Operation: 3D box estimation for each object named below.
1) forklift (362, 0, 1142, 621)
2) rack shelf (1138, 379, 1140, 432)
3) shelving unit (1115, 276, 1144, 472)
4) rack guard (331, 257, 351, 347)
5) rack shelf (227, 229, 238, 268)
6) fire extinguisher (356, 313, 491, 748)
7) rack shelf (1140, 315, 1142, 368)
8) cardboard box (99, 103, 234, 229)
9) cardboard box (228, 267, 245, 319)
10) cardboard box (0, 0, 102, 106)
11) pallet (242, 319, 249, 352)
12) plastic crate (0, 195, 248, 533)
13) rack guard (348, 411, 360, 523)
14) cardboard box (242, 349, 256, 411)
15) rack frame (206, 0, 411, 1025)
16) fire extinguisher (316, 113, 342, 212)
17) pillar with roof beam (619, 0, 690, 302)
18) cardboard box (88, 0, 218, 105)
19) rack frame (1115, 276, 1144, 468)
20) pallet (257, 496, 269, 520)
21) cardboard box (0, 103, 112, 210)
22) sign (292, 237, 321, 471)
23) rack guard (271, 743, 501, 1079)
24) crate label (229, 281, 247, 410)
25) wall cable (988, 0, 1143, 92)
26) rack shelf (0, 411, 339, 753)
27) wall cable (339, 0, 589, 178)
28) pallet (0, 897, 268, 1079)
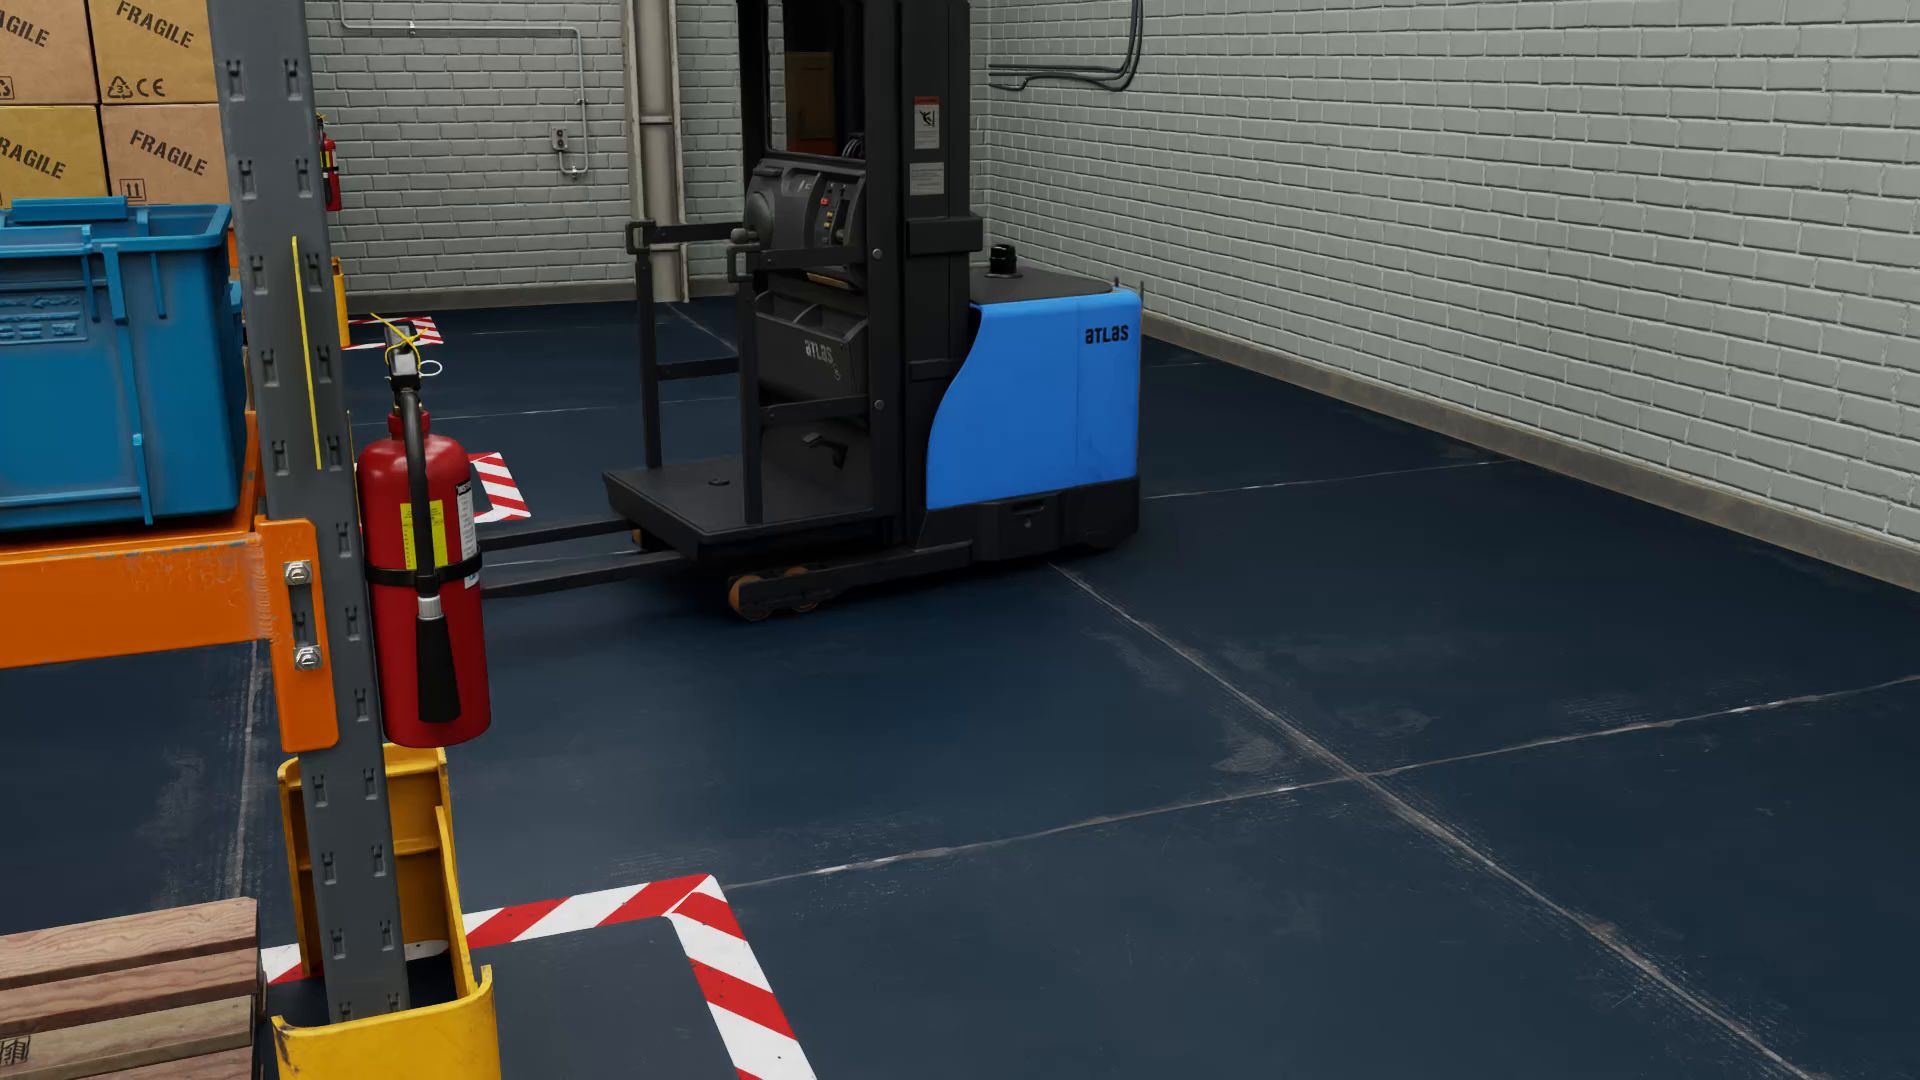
[{"bbox_3d":[-0.776,-1.280,6.254,3.031,2.935,1.130,-10,19,-30],"label":"forklift"},{"bbox_3d":[0.633,-0.606,7.335,0.240,0.259,0.215,-10,19,-30],"label":"rack shelf"},{"bbox_3d":[0.633,-0.616,7.332,0.252,1.050,0.215,-10,19,-30],"label":"shelving unit"},{"bbox_3d":[-4.678,-1.744,12.148,0.348,0.500,1.175,-6,17,-20],"label":"rack guard"},{"bbox_3d":[-4.792,-1.091,6.765,4.000,0.370,1.077,-6,17,-20],"label":"rack shelf"},{"bbox_3d":[-0.852,-0.013,2.619,0.183,0.674,0.296,-6,17,-20],"label":"fire extinguisher"},{"bbox_3d":[0.633,-0.878,7.255,0.240,0.259,0.215,-10,19,-30],"label":"rack shelf"},{"bbox_3d":[-3.245,-1.569,6.939,0.500,0.500,0.500,-6,17,-18],"label":"cardboard box"},{"bbox_3d":[-5.318,-1.846,11.751,0.500,0.500,0.700,-6,17,-20],"label":"cardboard box"},{"bbox_3d":[-3.713,-1.997,6.622,0.500,0.500,0.500,-6,17,-19],"label":"cardboard box"},{"bbox_3d":[-5.419,-1.501,11.836,1.213,0.211,1.003,-6,17,-20],"label":"pallet"},{"bbox_3d":[-1.401,-0.297,2.616,0.499,0.435,0.616,-6,17,-20],"label":"plastic crate"},{"bbox_3d":[-2.995,-0.430,7.677,0.348,0.500,1.175,-6,17,-20],"label":"rack guard"},{"bbox_3d":[-3.344,-0.530,7.234,0.500,0.500,0.500,-6,17,-20],"label":"cardboard box"},{"bbox_3d":[-1.155,-0.334,2.911,0.127,3.000,1.000,-6,17,-20],"label":"rack frame"},{"bbox_3d":[-4.394,-2.618,11.489,0.183,0.674,0.296,-6,17,-20],"label":"fire extinguisher"},{"bbox_3d":[-0.948,-5.186,8.787,0.400,9.000,9.100,-6,17,-20],"label":"pillar with roof beam"},{"bbox_3d":[-3.241,-2.048,6.797,0.500,0.500,0.500,-6,18,-21],"label":"cardboard box"},{"bbox_3d":[0.737,-0.634,7.393,0.008,1.050,0.200,-10,19,-30],"label":"rack frame"},{"bbox_3d":[-3.739,-0.211,7.443,1.213,0.211,1.003,-6,17,-20],"label":"pallet"},{"bbox_3d":[-3.728,-1.515,6.758,0.500,0.500,0.500,-6,17,-20],"label":"cardboard box"},{"bbox_3d":[-0.943,-0.269,2.401,0.005,0.325,0.100,-6,17,-20],"label":"sign"},{"bbox_3d":[-1.137,0.860,3.284,0.348,0.500,1.175,-6,17,-20],"label":"rack guard"},{"bbox_3d":[-1.503,-0.344,3.137,0.303,0.233,0.416,-6,17,-20],"label":"crate label"},{"bbox_3d":[0.709,-4.805,13.002,0.112,2.526,3.097,-6,17,-20],"label":"wall cable"},{"bbox_3d":[-3.023,0.213,2.326,4.000,0.370,1.077,-6,17,-20],"label":"rack shelf"},{"bbox_3d":[-3.843,-3.806,12.932,1.851,1.984,0.084,-6,17,-20],"label":"wall cable"},{"bbox_3d":[-1.939,1.077,3.056,1.213,0.211,1.003,-6,17,-20],"label":"pallet"}]
